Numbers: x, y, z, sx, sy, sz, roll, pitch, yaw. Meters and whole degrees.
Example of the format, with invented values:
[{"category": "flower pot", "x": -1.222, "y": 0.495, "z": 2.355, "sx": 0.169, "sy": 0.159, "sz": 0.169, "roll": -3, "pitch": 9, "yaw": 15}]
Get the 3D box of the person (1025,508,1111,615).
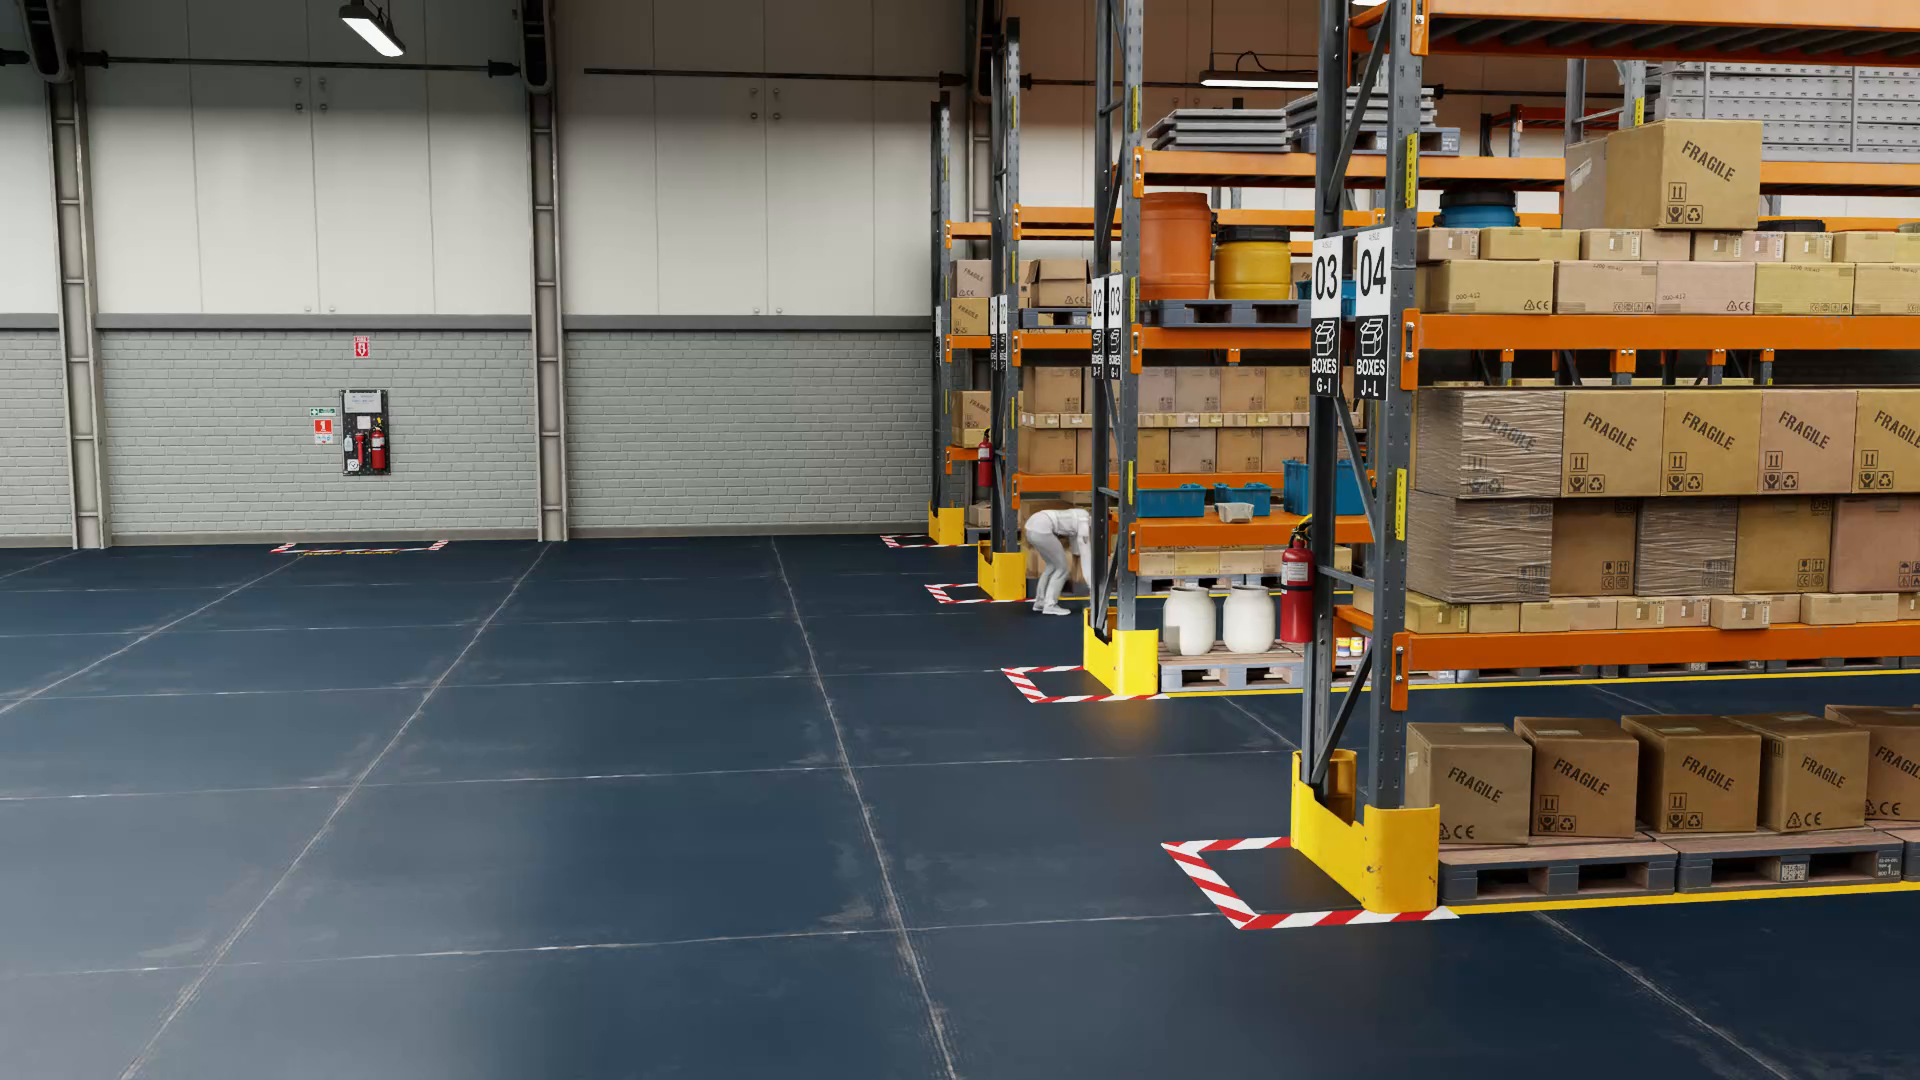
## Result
[{"category": "person", "x": 1.111, "y": 0.182, "z": 16.699, "sx": 0.926, "sy": 1.108, "sz": 0.408, "roll": -2, "pitch": 7, "yaw": -13}]
